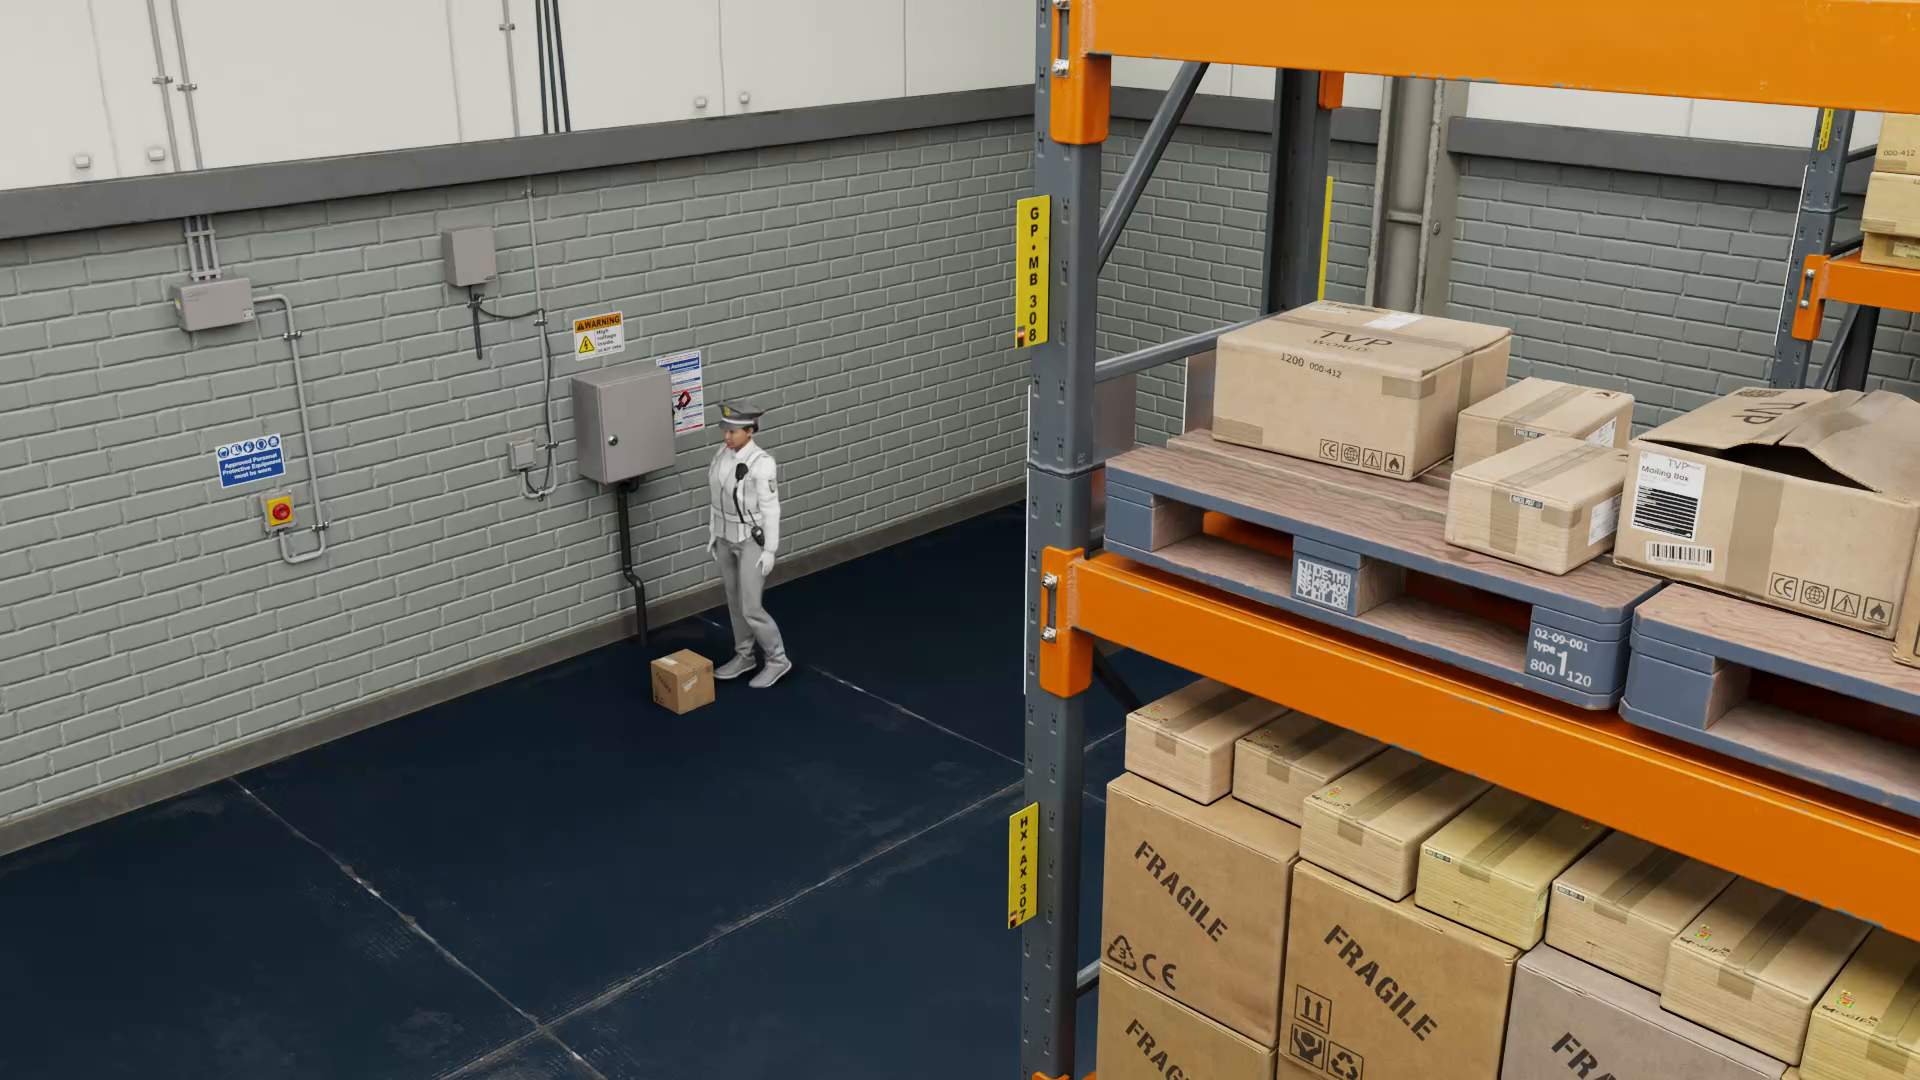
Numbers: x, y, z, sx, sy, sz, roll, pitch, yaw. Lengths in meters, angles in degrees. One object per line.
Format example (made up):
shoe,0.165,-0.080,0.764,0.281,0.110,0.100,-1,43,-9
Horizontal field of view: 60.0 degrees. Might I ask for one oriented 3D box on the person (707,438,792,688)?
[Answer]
person,-1.255,0.133,9.552,0.505,1.469,0.352,19,28,40
